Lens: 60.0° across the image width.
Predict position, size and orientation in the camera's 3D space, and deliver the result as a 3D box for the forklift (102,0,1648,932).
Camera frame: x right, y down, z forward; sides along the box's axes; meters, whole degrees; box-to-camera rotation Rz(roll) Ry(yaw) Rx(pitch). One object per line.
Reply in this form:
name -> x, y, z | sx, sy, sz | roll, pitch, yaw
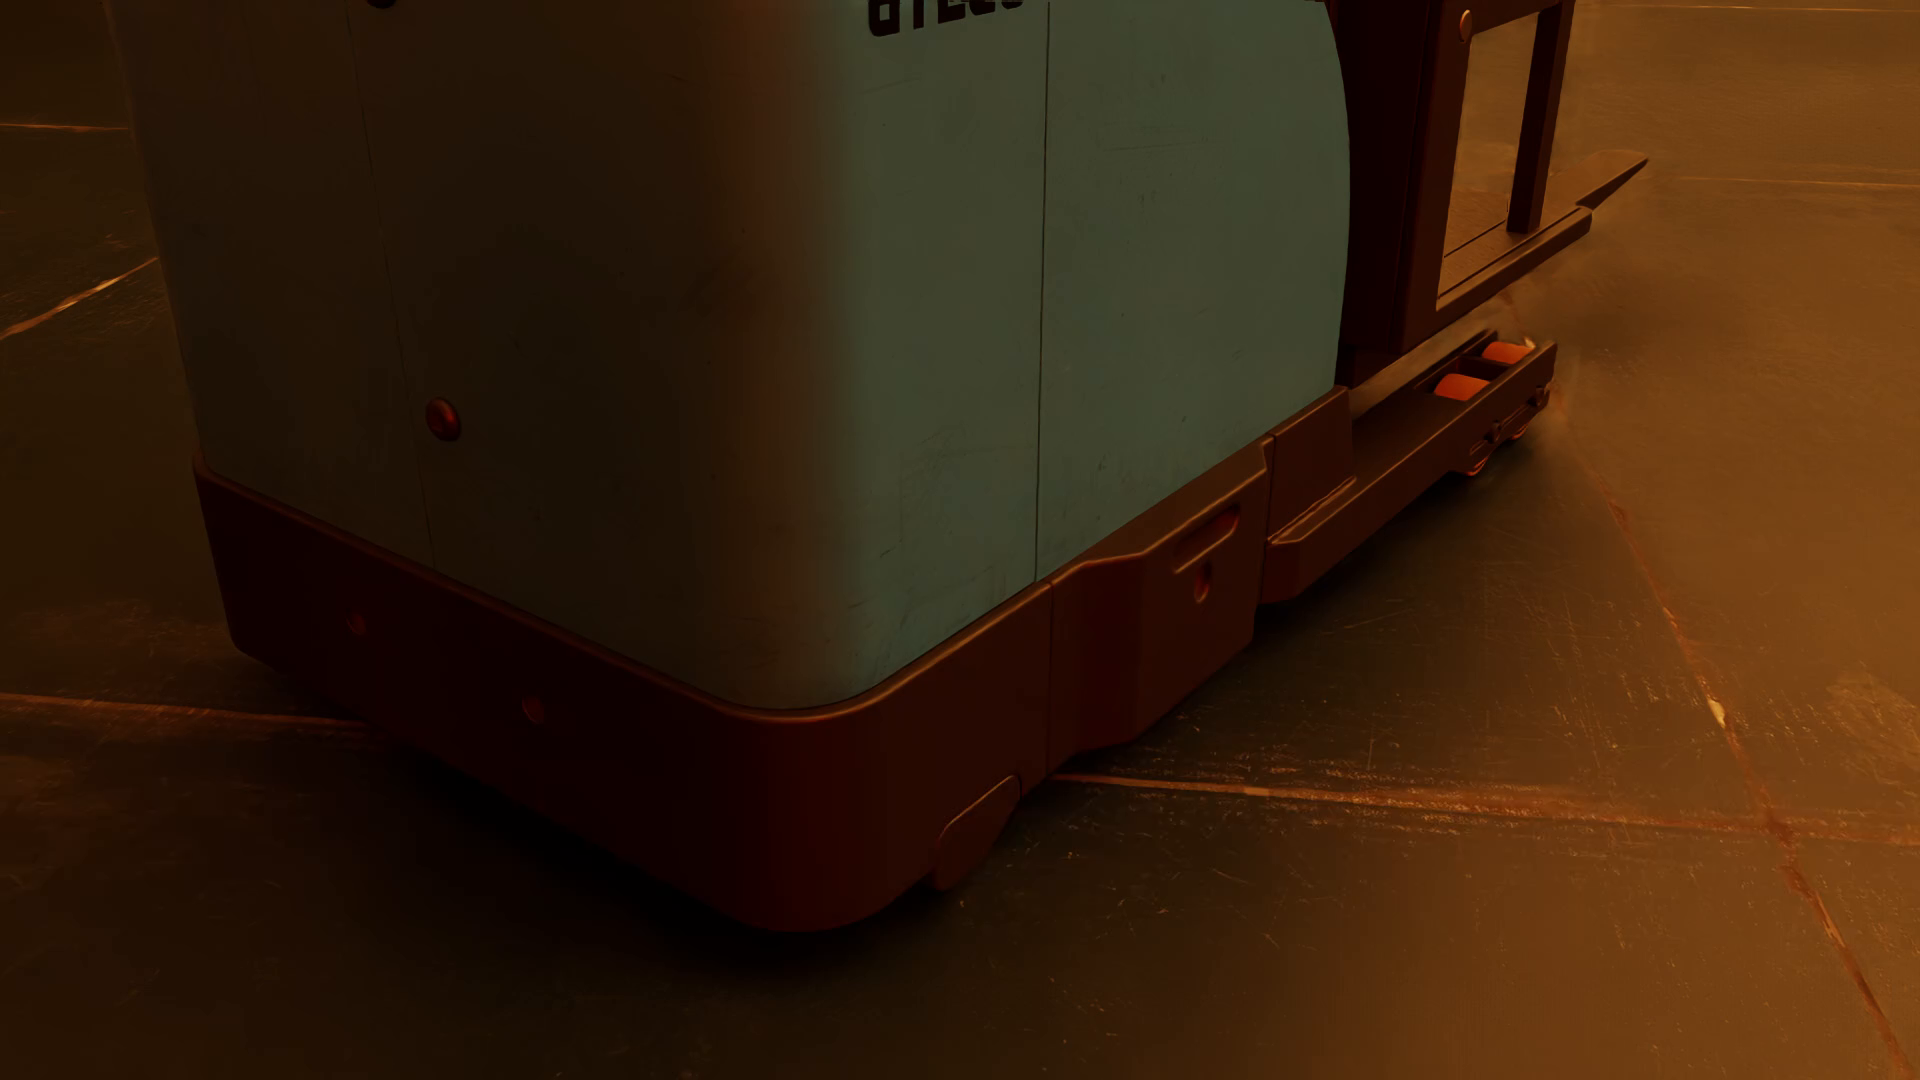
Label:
forklift -> 0.362, -1.533, 2.289 | 1.130, 2.935, 3.031 | 19, 32, 33
